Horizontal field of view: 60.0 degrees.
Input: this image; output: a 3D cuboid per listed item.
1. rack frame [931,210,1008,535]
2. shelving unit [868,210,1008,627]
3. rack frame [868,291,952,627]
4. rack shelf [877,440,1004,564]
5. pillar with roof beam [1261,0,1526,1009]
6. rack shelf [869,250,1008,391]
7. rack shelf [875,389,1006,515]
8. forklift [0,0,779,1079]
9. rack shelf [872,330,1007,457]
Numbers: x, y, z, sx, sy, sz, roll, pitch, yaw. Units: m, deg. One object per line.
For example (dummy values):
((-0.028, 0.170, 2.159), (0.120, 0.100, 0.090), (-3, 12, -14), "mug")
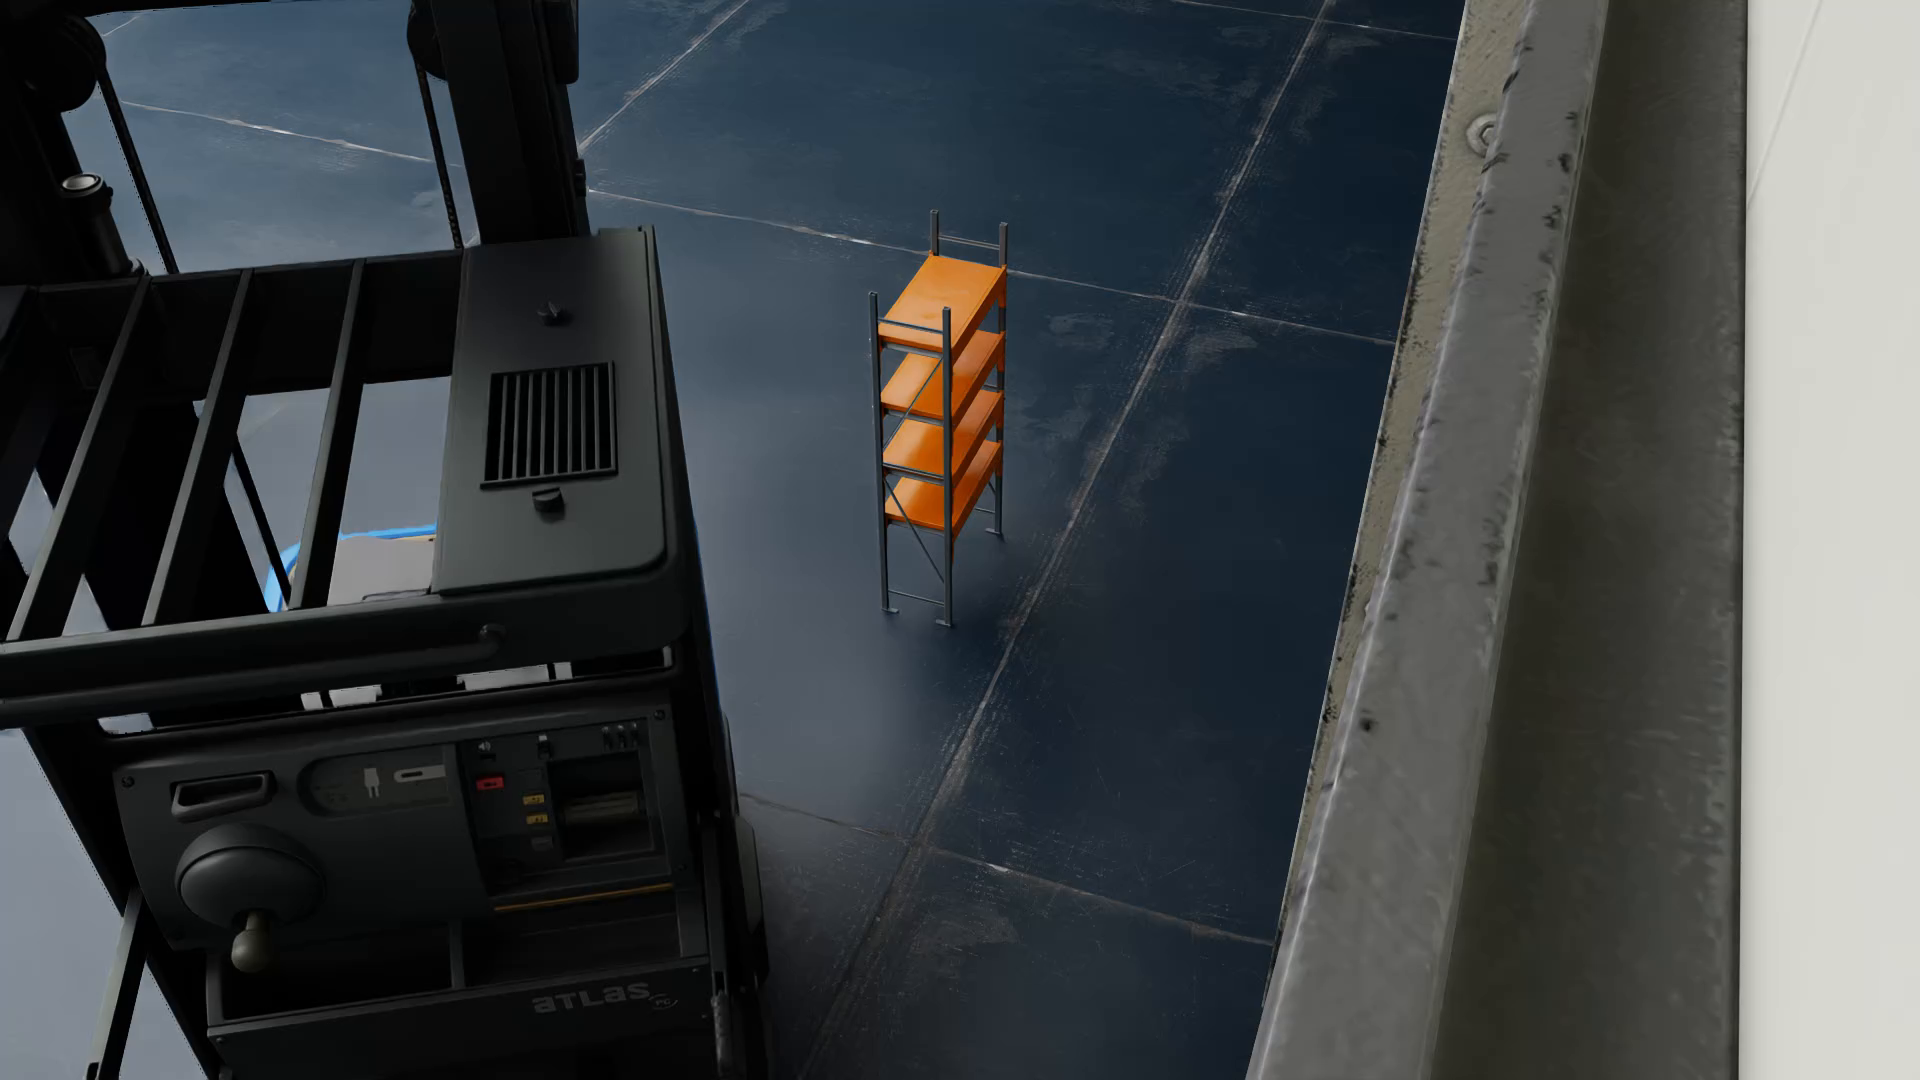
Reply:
((0.027, -0.504, 5.345), (0.240, 1.200, 0.015), (13, 42, 15), "rack frame")
((-0.057, -0.355, 5.170), (0.258, 1.200, 0.503), (13, 42, 15), "shelving unit")
((-0.140, -0.207, 4.996), (0.240, 1.200, 0.015), (13, 42, 15), "rack frame")
((-0.057, -0.153, 5.343), (0.258, 0.148, 0.480), (13, 42, 15), "rack shelf")
((-3.061, -3.262, 2.568), (9.100, 9.000, 0.400), (13, 42, 15), "pillar with roof beam")
((-0.057, -0.654, 4.915), (0.258, 0.148, 0.480), (13, 42, 15), "rack shelf")
((-0.057, -0.304, 5.214), (0.258, 0.148, 0.480), (13, 42, 15), "rack shelf")
((-0.915, 0.586, 2.733), (1.130, 2.935, 3.031), (-7, 41, -8), "forklift")
((-0.057, -0.474, 5.069), (0.258, 0.148, 0.480), (13, 42, 15), "rack shelf")
